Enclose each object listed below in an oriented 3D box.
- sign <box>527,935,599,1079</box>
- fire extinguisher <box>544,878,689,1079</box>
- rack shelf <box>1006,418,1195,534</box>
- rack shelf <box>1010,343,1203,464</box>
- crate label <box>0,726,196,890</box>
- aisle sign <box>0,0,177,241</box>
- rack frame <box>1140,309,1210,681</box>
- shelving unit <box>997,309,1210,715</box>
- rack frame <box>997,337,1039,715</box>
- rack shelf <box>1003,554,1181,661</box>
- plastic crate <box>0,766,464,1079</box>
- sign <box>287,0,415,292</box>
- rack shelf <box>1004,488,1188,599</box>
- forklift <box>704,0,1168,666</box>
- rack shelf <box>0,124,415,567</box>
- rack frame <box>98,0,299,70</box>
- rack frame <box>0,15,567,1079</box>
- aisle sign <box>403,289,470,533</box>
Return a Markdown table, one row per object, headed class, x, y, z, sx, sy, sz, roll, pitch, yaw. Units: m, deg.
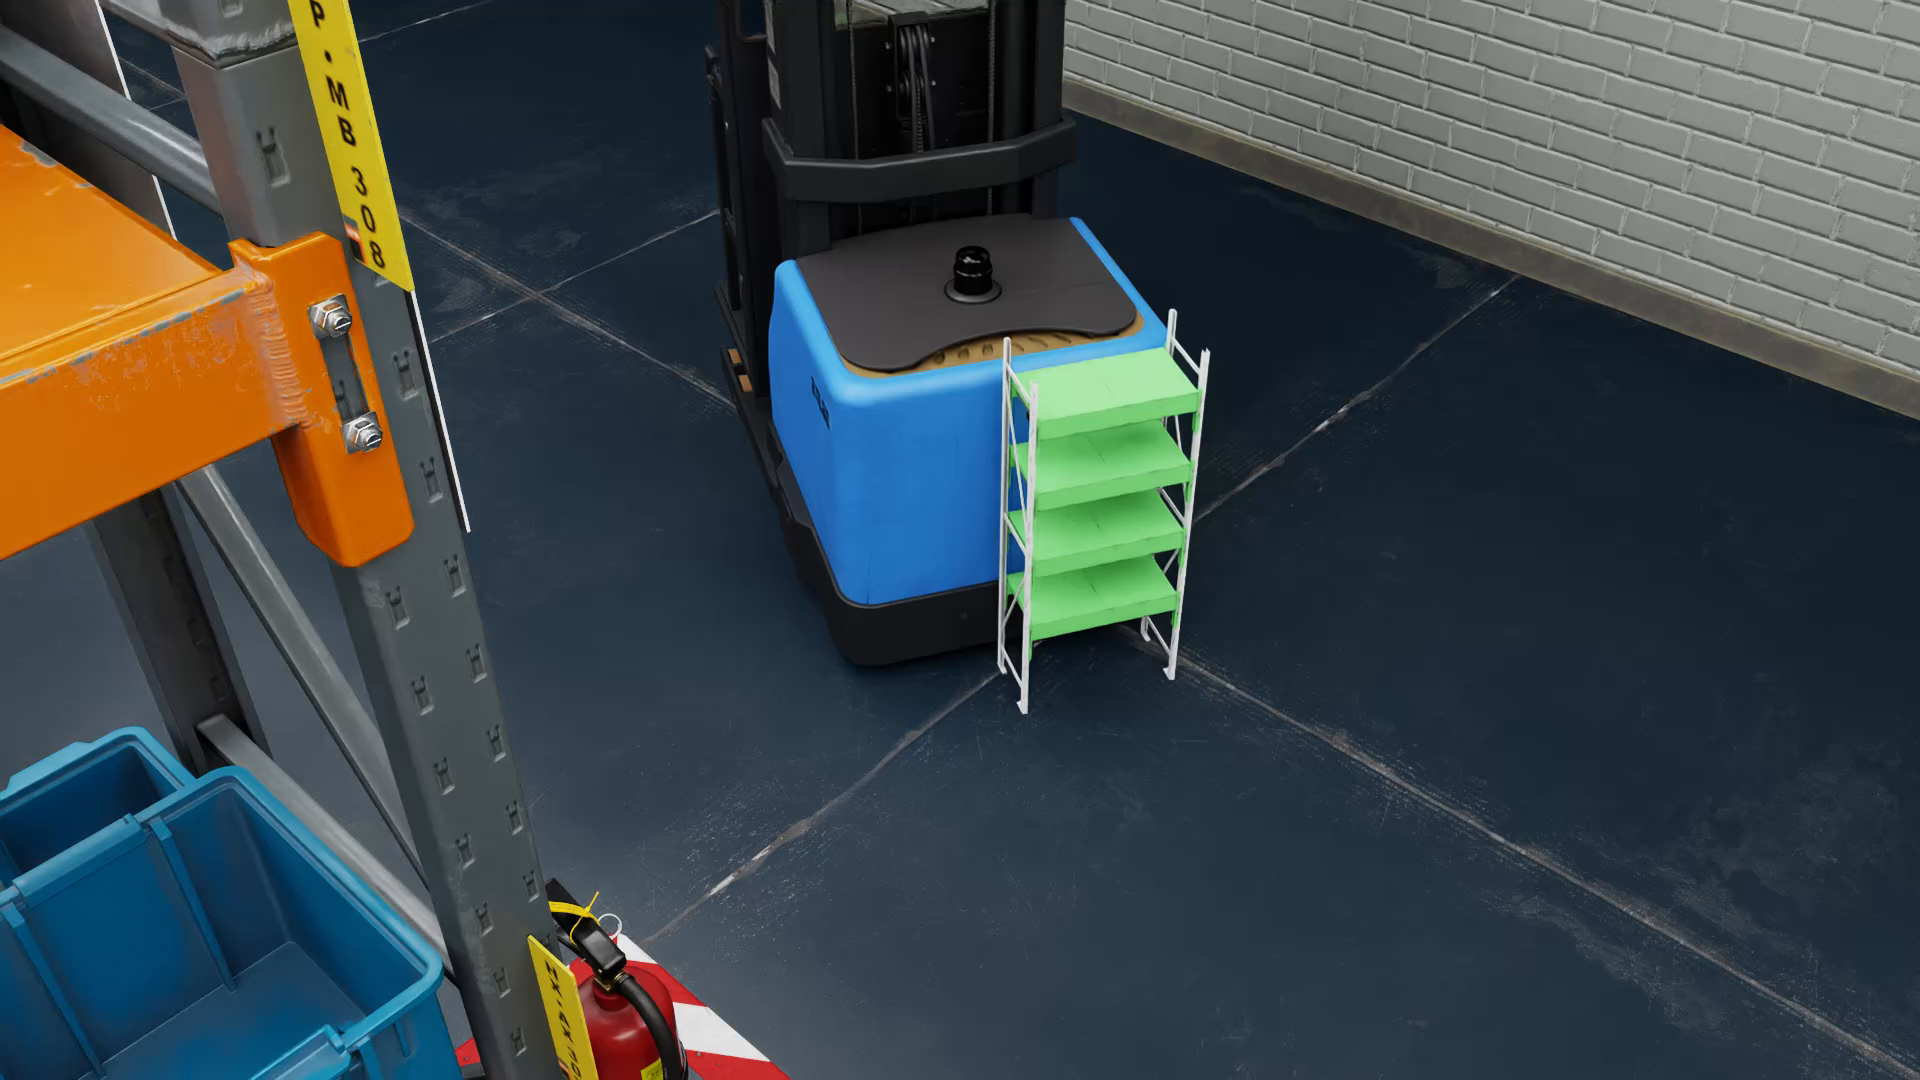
| class | x | y | z | sx | sy | sz | roll | pitch | yaw |
| --- | --- | --- | --- | --- | --- | --- | --- | --- | --- |
| sign | -0.553 | 0.687 | 2.345 | 0.100 | 0.325 | 0.005 | 30 | 47 | 32 |
| fire extinguisher | -0.533 | 0.825 | 2.664 | 0.296 | 0.674 | 0.183 | 30 | 47 | 32 |
| rack shelf | 0.394 | -0.193 | 4.746 | 0.480 | 0.148 | 0.258 | -11 | 40 | -14 |
| rack shelf | 0.394 | -0.381 | 4.596 | 0.480 | 0.148 | 0.258 | -11 | 40 | -14 |
| crate label | -1.379 | 0.545 | 2.741 | 0.416 | 0.233 | 0.303 | 30 | 47 | 32 |
| aisle sign | -1.140 | -0.648 | 2.066 | 0.394 | 0.787 | 0.004 | 30 | 47 | 32 |
| rack frame | 0.626 | -0.102 | 4.914 | 0.015 | 1.200 | 0.240 | -11 | 40 | -14 |
| shelving unit | 0.394 | -0.055 | 4.855 | 0.503 | 1.200 | 0.258 | -11 | 40 | -14 |
| rack frame | 0.162 | -0.008 | 4.796 | 0.015 | 1.200 | 0.240 | -11 | 40 | -14 |
| rack shelf | 0.394 | 0.183 | 5.044 | 0.480 | 0.148 | 0.258 | -11 | 40 | -14 |
| plastic crate | -1.058 | 0.722 | 2.355 | 0.616 | 0.435 | 0.499 | 30 | 47 | 32 |
| sign | -0.553 | -0.382 | 1.494 | 0.100 | 0.325 | 0.005 | 30 | 47 | 32 |
| rack shelf | 0.394 | -0.005 | 4.895 | 0.480 | 0.148 | 0.258 | -11 | 40 | -14 |
| forklift | -0.296 | -1.680 | 5.508 | 1.130 | 2.935 | 3.031 | -11 | 40 | -14 |
| rack shelf | -2.319 | 0.554 | 0.811 | 1.077 | 0.370 | 4.000 | 30 | 47 | 32 |
| rack frame | -0.970 | -1.821 | 0.809 | 1.000 | 3.000 | 0.127 | 30 | 47 | 32 |
| rack frame | -0.970 | 0.528 | 2.676 | 1.000 | 3.000 | 0.127 | 30 | 47 | 32 |
| aisle sign | -0.705 | -0.400 | 1.754 | 0.394 | 0.787 | 0.004 | 30 | 47 | 32 |
